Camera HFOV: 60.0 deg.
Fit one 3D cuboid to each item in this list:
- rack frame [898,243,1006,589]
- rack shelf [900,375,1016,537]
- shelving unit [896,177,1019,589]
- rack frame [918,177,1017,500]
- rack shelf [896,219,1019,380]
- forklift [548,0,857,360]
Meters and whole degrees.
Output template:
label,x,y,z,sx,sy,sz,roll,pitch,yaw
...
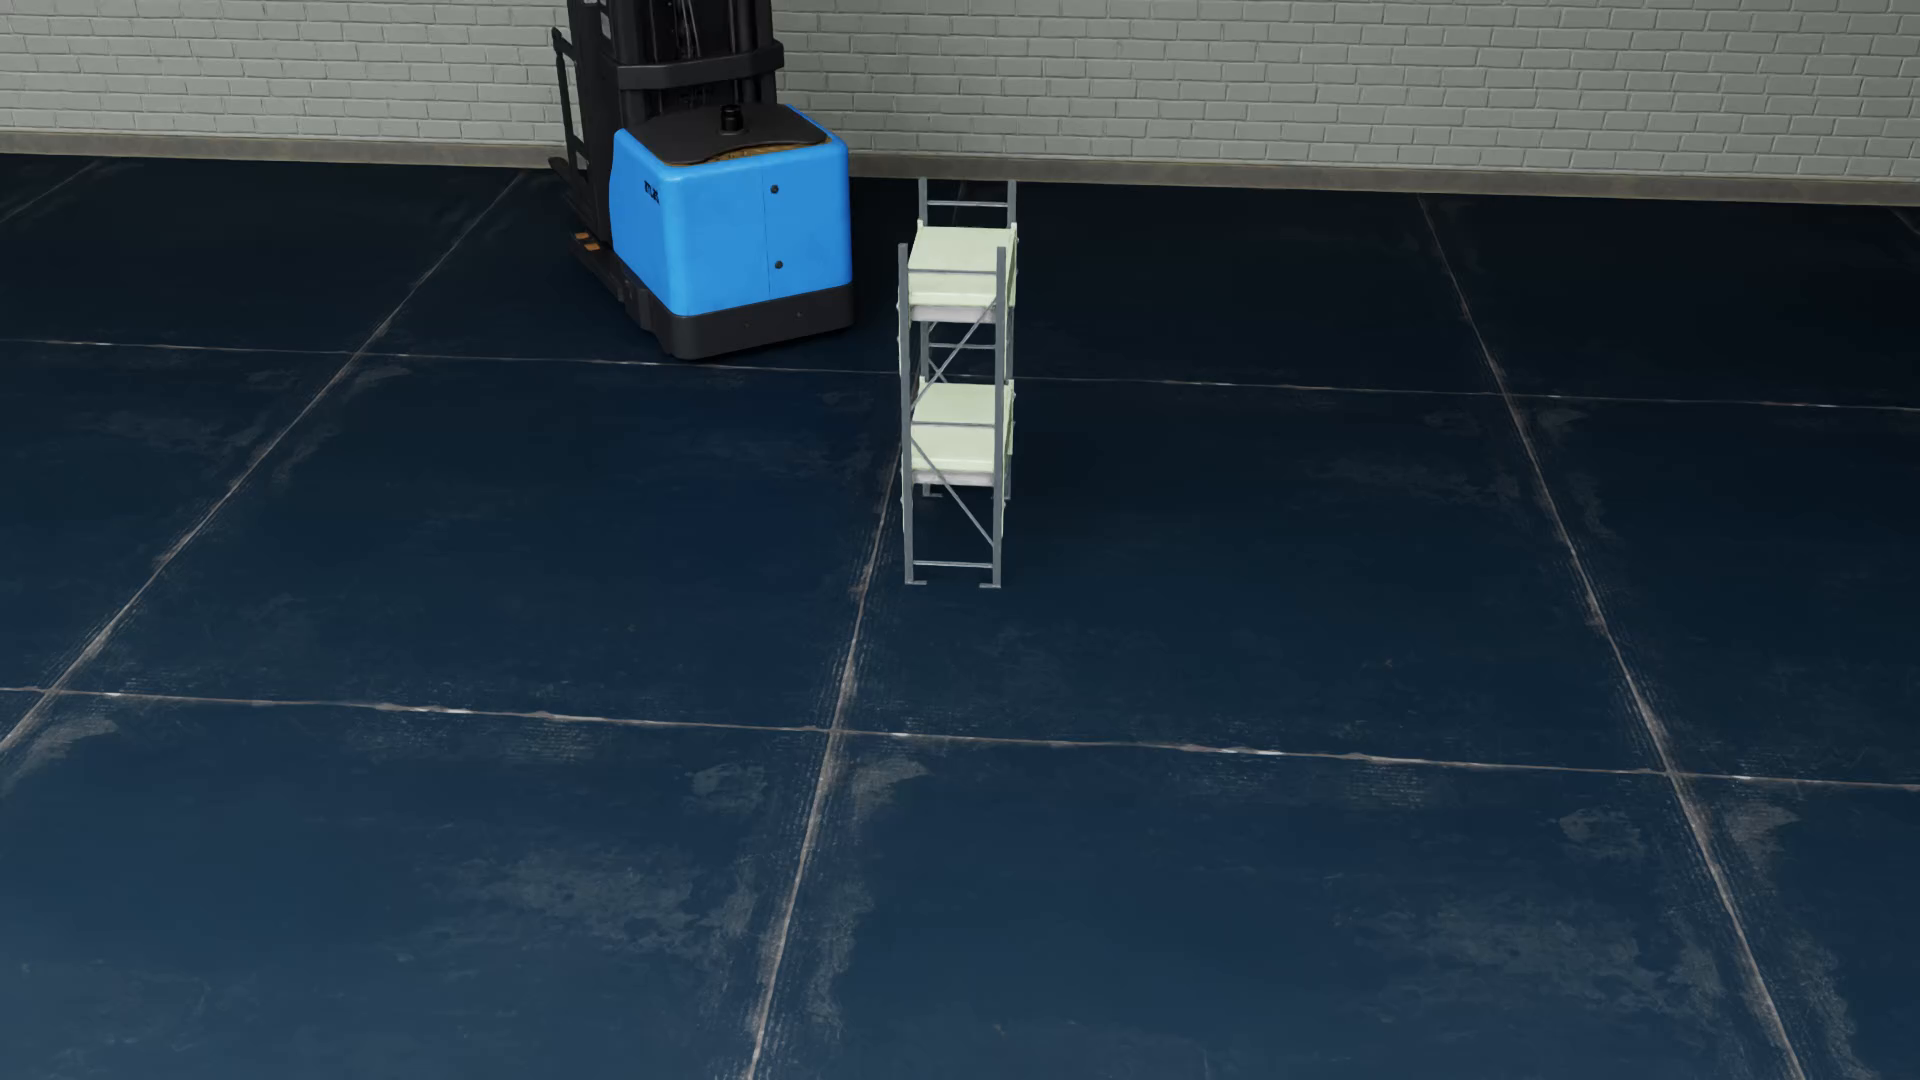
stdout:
label,x,y,z,sx,sy,sz,roll,pitch,yaw
rack frame,-0.029,-0.451,6.552,0.400,1.500,0.023,2,32,4
rack shelf,0.001,-0.364,7.033,0.431,0.370,0.720,2,32,4
shelving unit,0.001,-0.642,6.862,0.431,1.500,0.755,2,32,4
rack frame,0.030,-0.833,7.173,0.400,1.500,0.023,2,32,4
rack shelf,0.001,-0.974,6.657,0.431,0.370,0.720,2,32,4
forklift,-1.690,-2.933,9.216,1.130,2.935,3.031,-15,35,-23
